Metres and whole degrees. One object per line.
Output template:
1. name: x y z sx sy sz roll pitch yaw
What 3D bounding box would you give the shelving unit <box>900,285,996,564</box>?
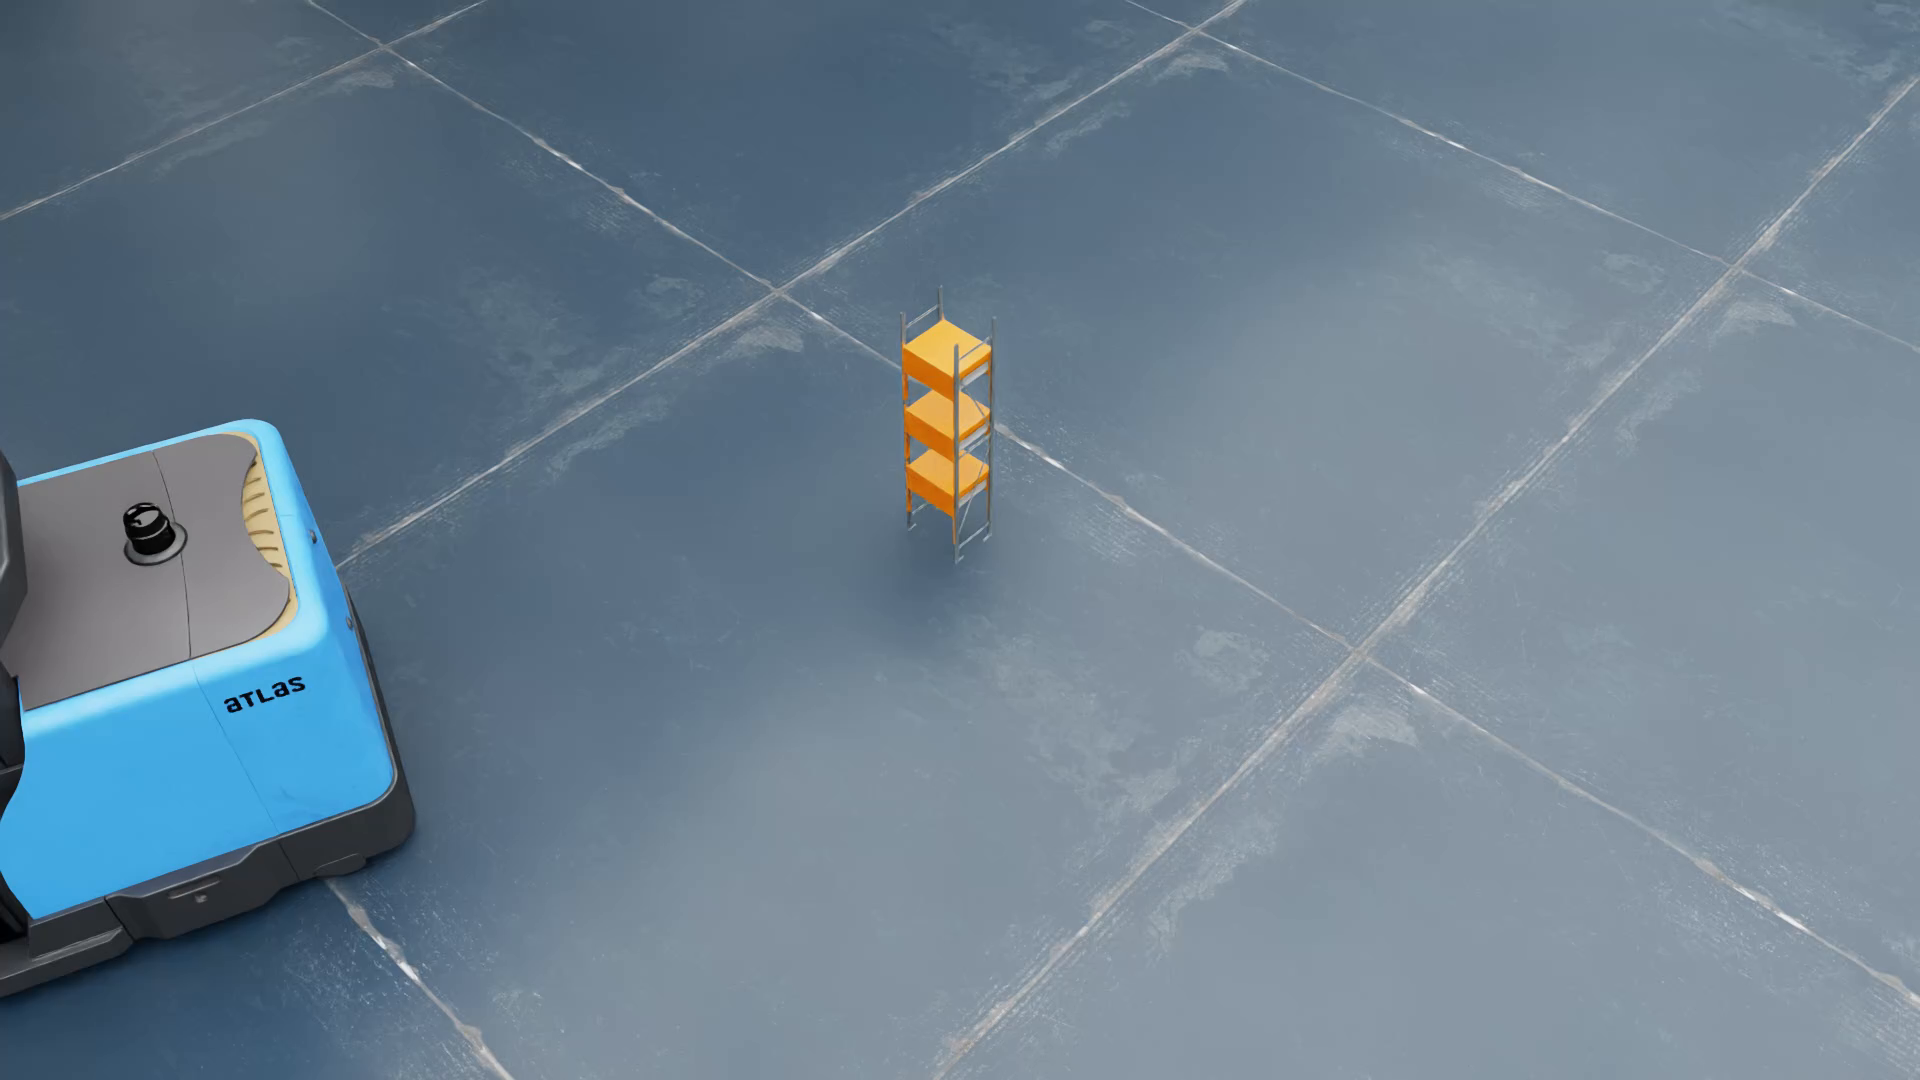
1. shelving unit: -0.039 -0.386 5.892 0.252 1.050 0.215 34 55 28

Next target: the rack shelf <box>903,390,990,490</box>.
1. rack shelf: -0.039 -0.379 5.900 0.240 0.259 0.215 34 55 28

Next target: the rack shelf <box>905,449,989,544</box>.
1. rack shelf: -0.039 -0.188 6.102 0.240 0.259 0.215 34 55 28

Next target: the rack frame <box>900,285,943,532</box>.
1. rack frame: -0.129 -0.446 5.949 0.008 1.050 0.200 34 55 28

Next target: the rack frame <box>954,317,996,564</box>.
1. rack frame: 0.050 -0.325 5.835 0.008 1.050 0.200 34 55 28

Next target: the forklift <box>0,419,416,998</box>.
1. forklift: -3.297 0.105 4.141 3.031 2.935 1.130 -19 50 -17

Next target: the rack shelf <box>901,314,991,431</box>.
1. rack shelf: -0.039 -0.573 5.693 0.240 0.259 0.215 34 55 28
